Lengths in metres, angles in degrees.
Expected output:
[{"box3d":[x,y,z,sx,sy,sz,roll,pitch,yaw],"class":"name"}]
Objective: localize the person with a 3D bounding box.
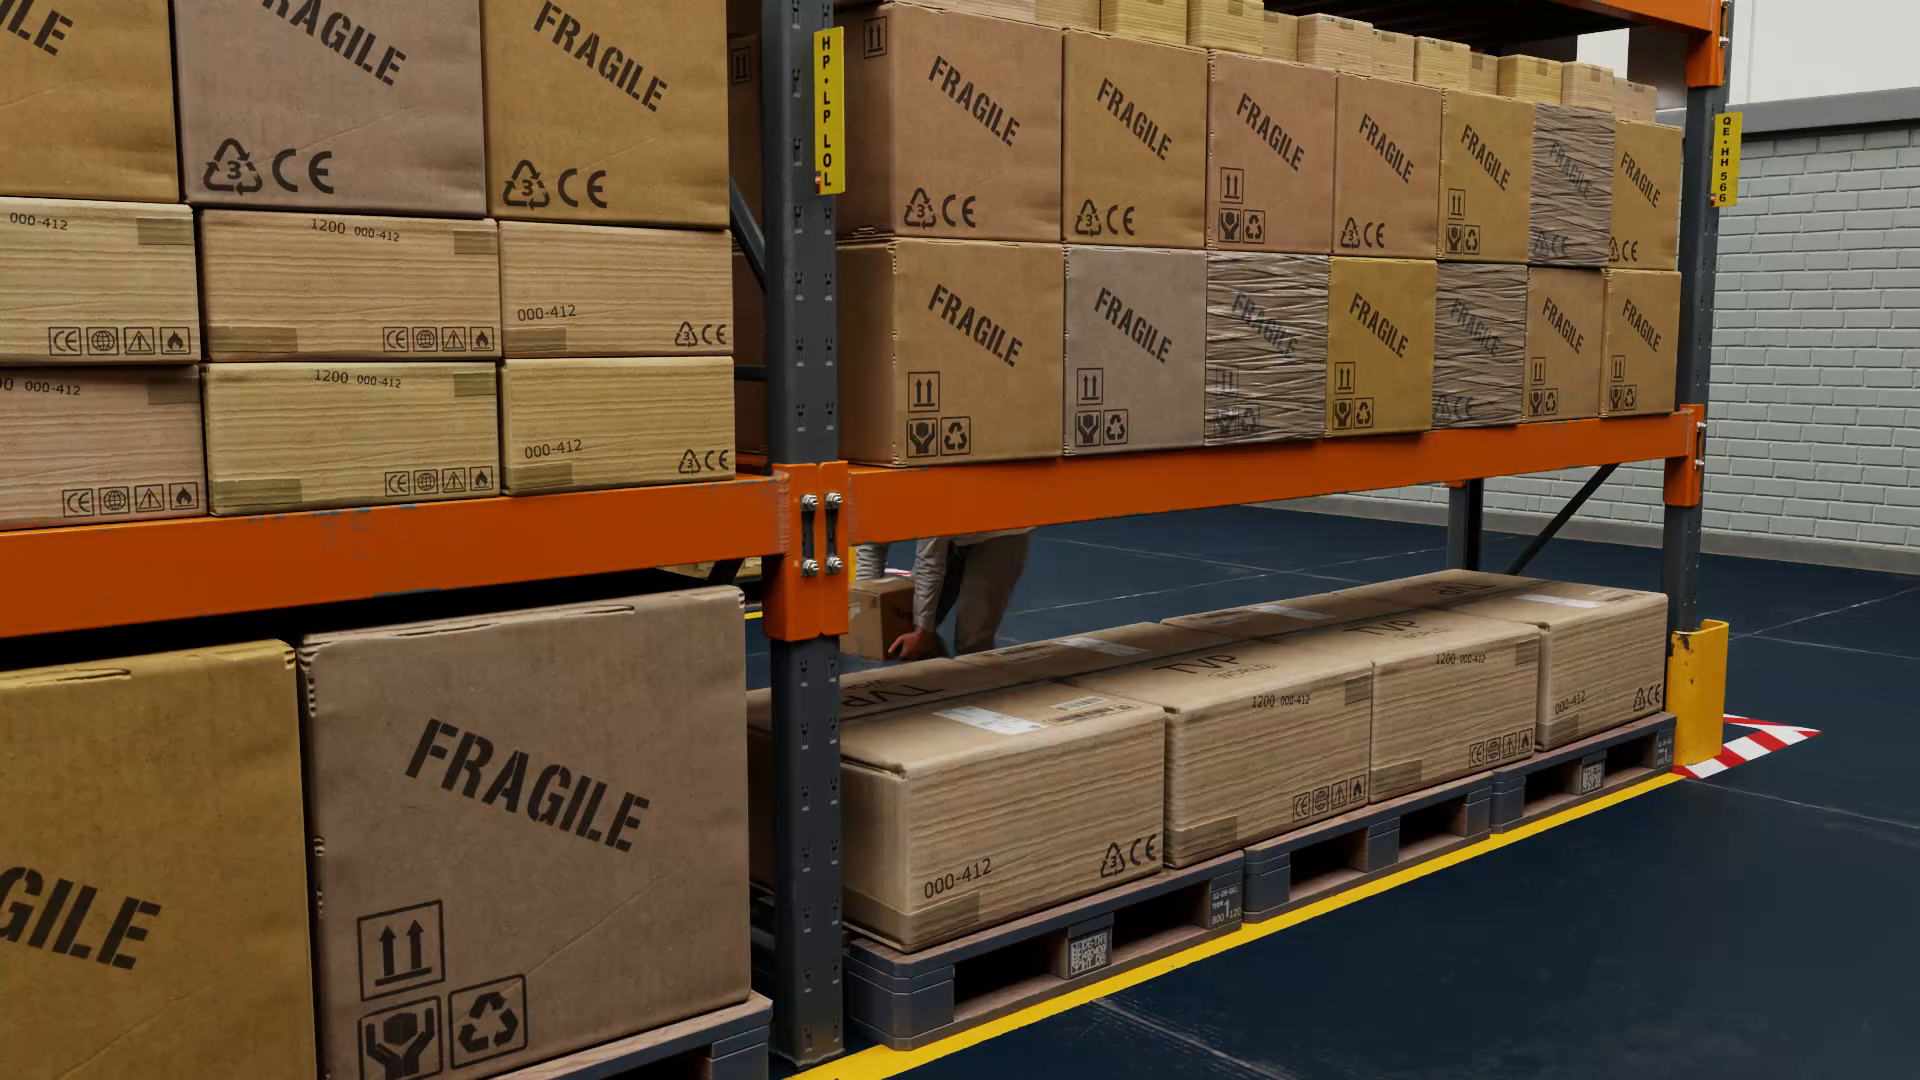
[{"box3d":[-0.142,0.187,6.135,0.959,1.286,0.483,-7,10,-44],"class":"person"}]
